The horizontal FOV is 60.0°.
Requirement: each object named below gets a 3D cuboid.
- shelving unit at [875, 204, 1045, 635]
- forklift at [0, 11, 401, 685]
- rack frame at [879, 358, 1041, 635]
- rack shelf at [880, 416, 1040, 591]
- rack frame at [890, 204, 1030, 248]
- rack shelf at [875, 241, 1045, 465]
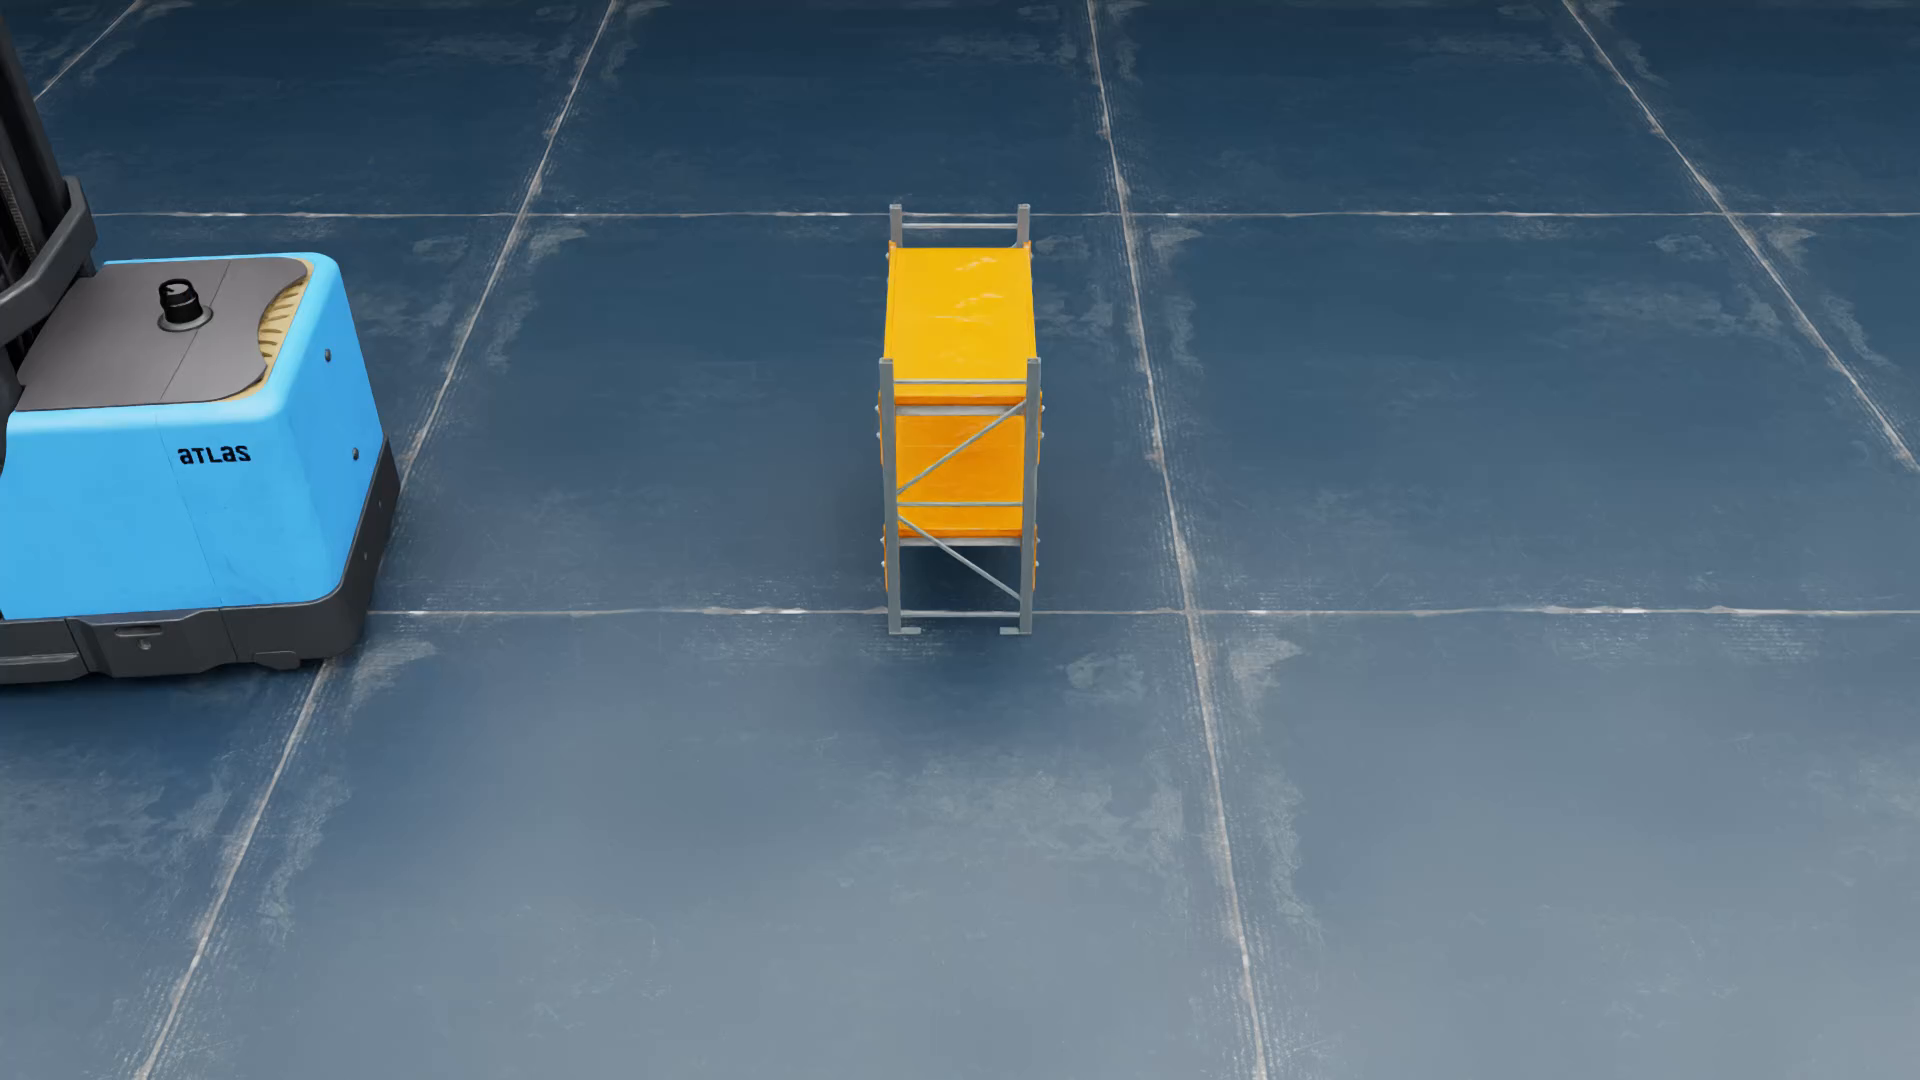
[{"bbox_3d":[0.000,-0.435,5.893,0.538,1.125,1.048,0,39,0],"label":"shelving unit"},{"bbox_3d":[-3.615,-0.932,5.069,3.031,2.935,1.130,-3,39,-4],"label":"forklift"},{"bbox_3d":[0.001,-0.117,5.496,0.500,1.125,0.032,0,39,0],"label":"rack frame"},{"bbox_3d":[0.000,-0.244,6.046,0.538,0.278,1.000,0,39,0],"label":"rack shelf"},{"bbox_3d":[-0.001,-0.753,6.290,0.500,1.125,0.032,0,39,0],"label":"rack frame"},{"bbox_3d":[0.000,-0.663,5.710,0.538,0.278,1.000,0,39,0],"label":"rack shelf"}]
